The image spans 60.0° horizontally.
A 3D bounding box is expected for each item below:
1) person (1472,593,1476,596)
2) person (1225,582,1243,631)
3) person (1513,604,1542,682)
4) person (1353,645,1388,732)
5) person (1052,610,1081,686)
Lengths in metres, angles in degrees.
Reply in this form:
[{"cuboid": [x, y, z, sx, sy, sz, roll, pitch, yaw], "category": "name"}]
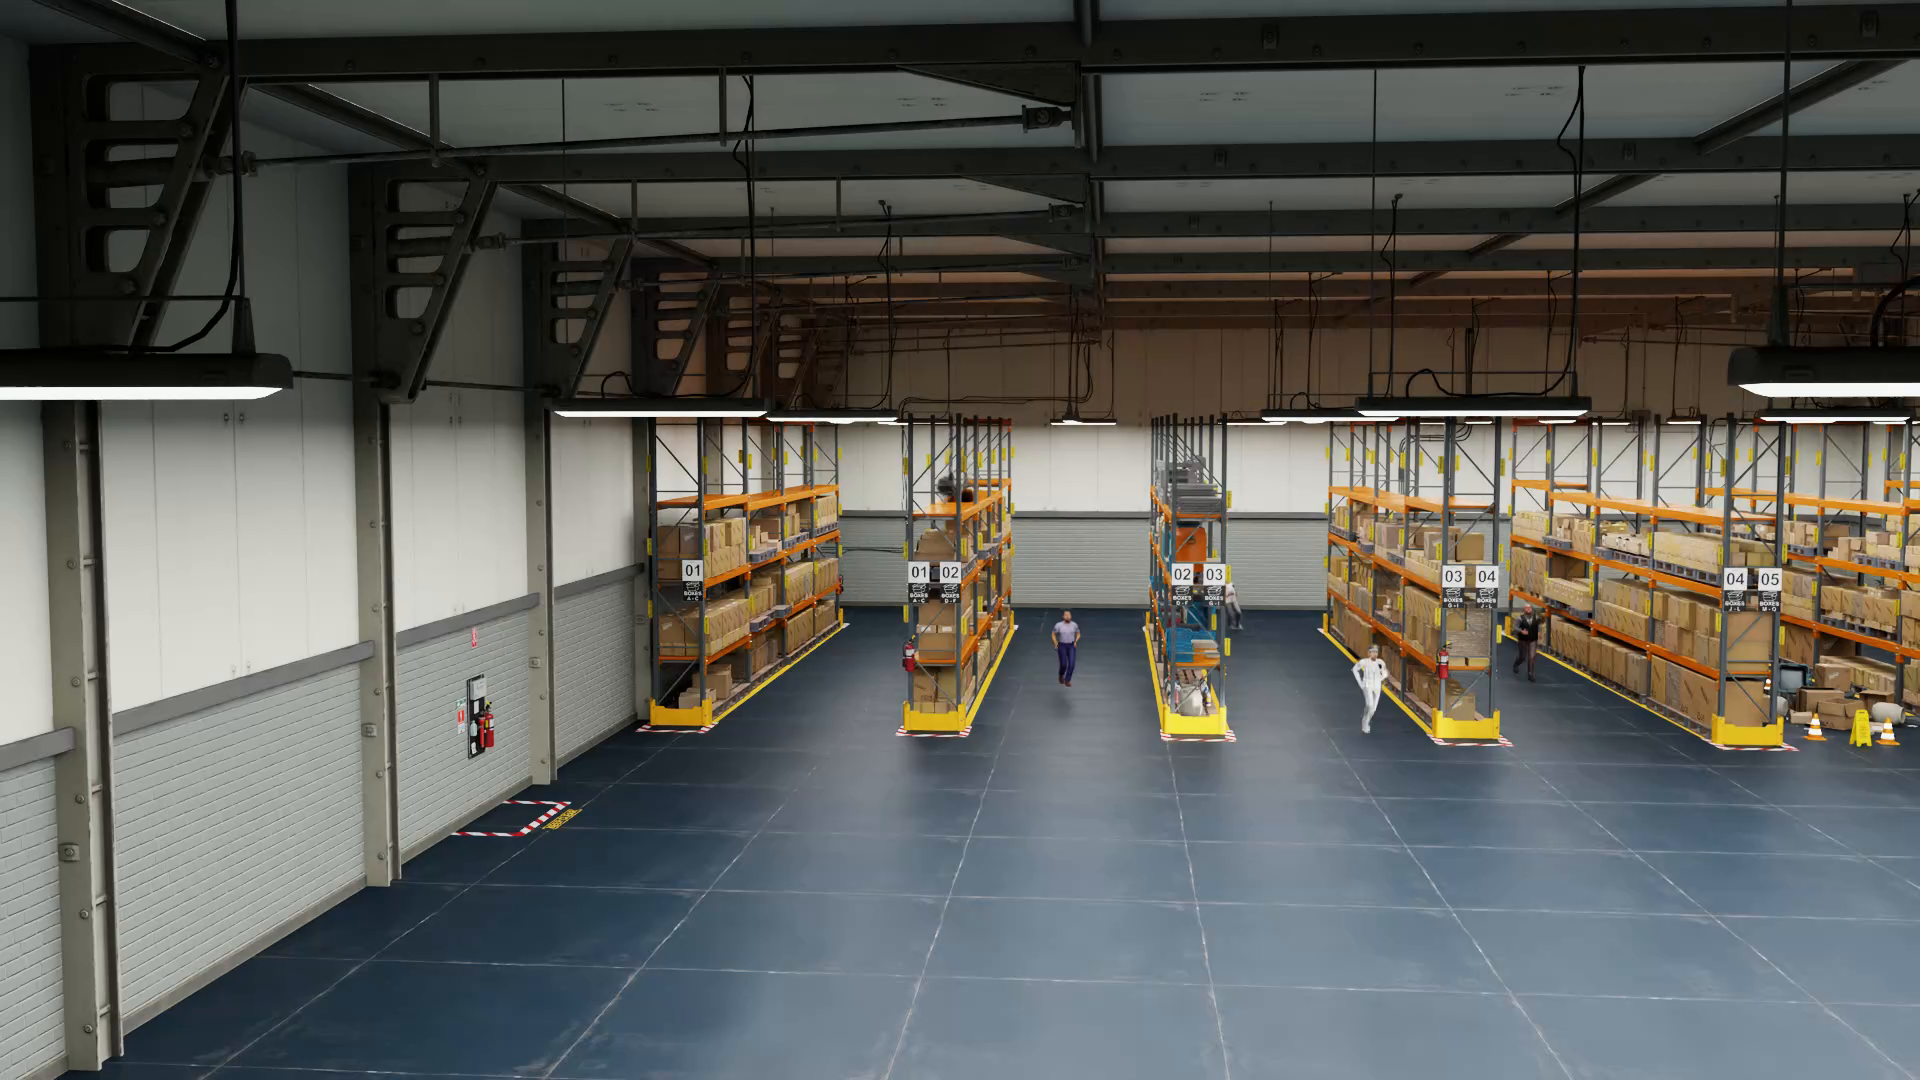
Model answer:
[{"cuboid": [14.630, 1.672, 47.095, 0.914, 1.751, 0.743, 0, 4, -6], "category": "person"}, {"cuboid": [7.628, 1.745, 46.980, 0.704, 1.625, 0.649, -1, 4, -20], "category": "person"}, {"cuboid": [12.942, 2.317, 37.936, 0.669, 1.726, 0.949, 0, 4, 5], "category": "person"}, {"cuboid": [7.726, 2.782, 31.202, 0.605, 1.656, 0.671, 0, 4, -6], "category": "person"}, {"cuboid": [2.261, 2.287, 35.164, 0.616, 1.594, 0.499, 0, 4, -6], "category": "person"}]
